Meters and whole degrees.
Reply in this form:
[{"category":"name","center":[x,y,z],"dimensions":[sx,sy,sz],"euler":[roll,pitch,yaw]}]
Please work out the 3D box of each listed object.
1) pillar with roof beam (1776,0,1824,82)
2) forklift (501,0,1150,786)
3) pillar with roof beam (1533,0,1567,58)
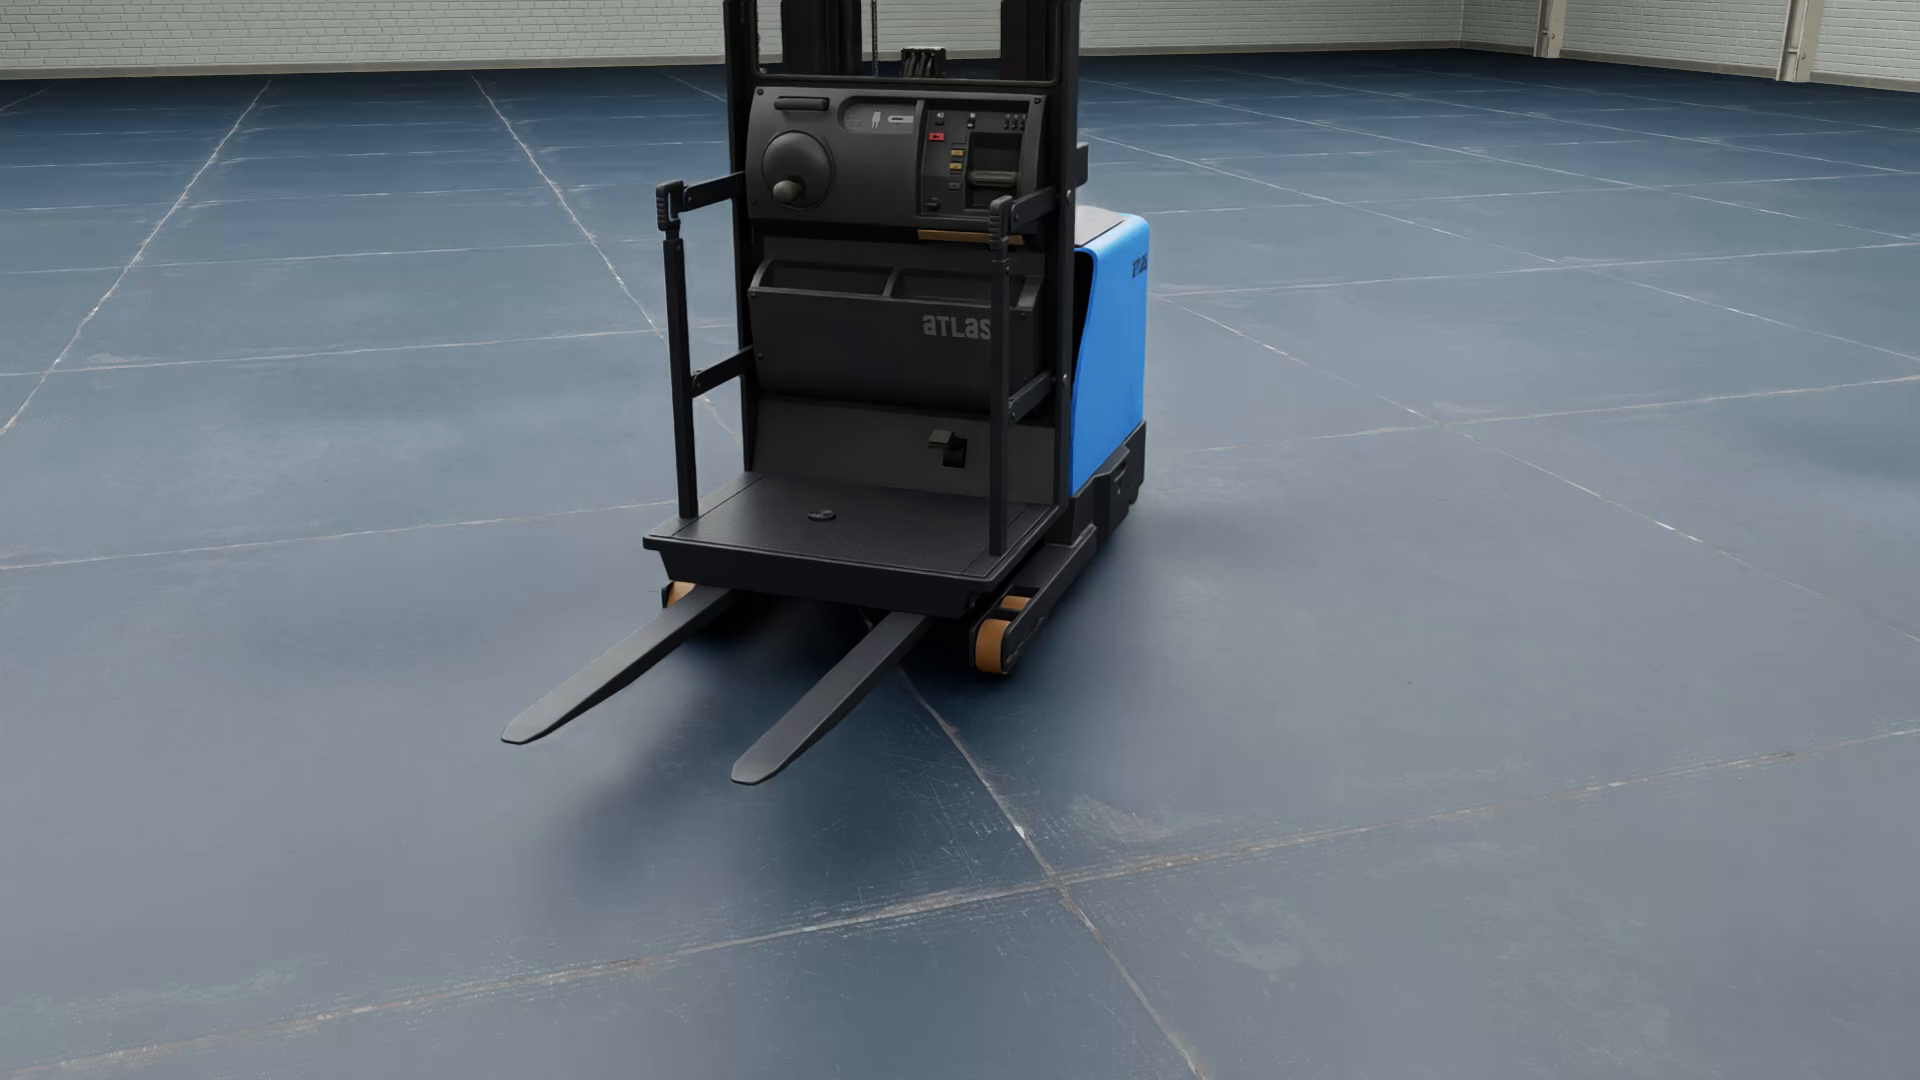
[{"category":"pillar with roof beam","center":[8.692,-10.815,22.715],"dimensions":[9.100,9.000,0.400],"euler":[-6,21,-17]},{"category":"forklift","center":[-0.270,-1.141,4.759],"dimensions":[1.130,2.935,3.031],"euler":[7,21,18]},{"category":"pillar with roof beam","center":[6.806,-12.741,28.076],"dimensions":[9.100,9.000,0.400],"euler":[-6,21,-17]}]
